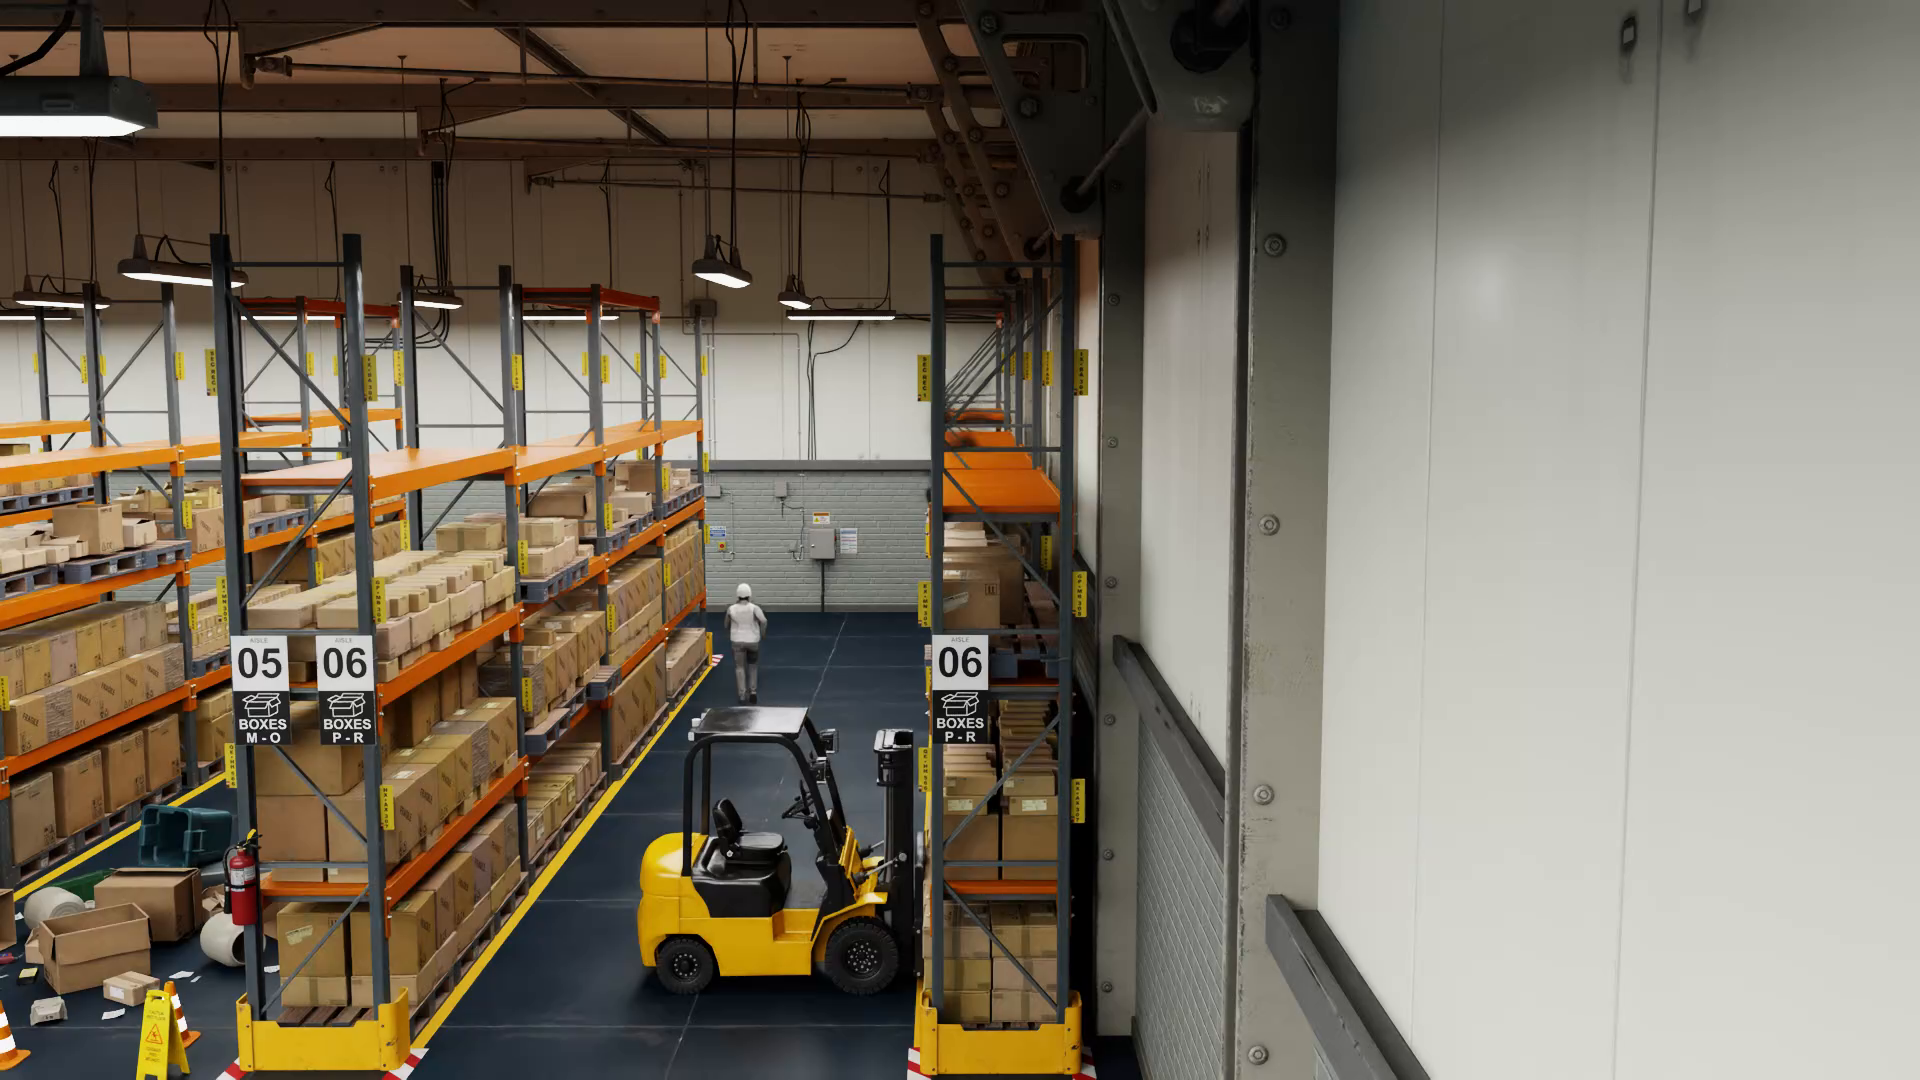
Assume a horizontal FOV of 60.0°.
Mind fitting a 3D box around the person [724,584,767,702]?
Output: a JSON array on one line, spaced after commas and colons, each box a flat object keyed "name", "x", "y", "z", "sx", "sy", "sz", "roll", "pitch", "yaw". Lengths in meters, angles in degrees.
[{"name": "person", "x": -3.189, "y": 1.558, "z": 24.742, "sx": 0.624, "sy": 1.834, "sz": 0.766, "roll": -1, "pitch": 6, "yaw": -9}]
